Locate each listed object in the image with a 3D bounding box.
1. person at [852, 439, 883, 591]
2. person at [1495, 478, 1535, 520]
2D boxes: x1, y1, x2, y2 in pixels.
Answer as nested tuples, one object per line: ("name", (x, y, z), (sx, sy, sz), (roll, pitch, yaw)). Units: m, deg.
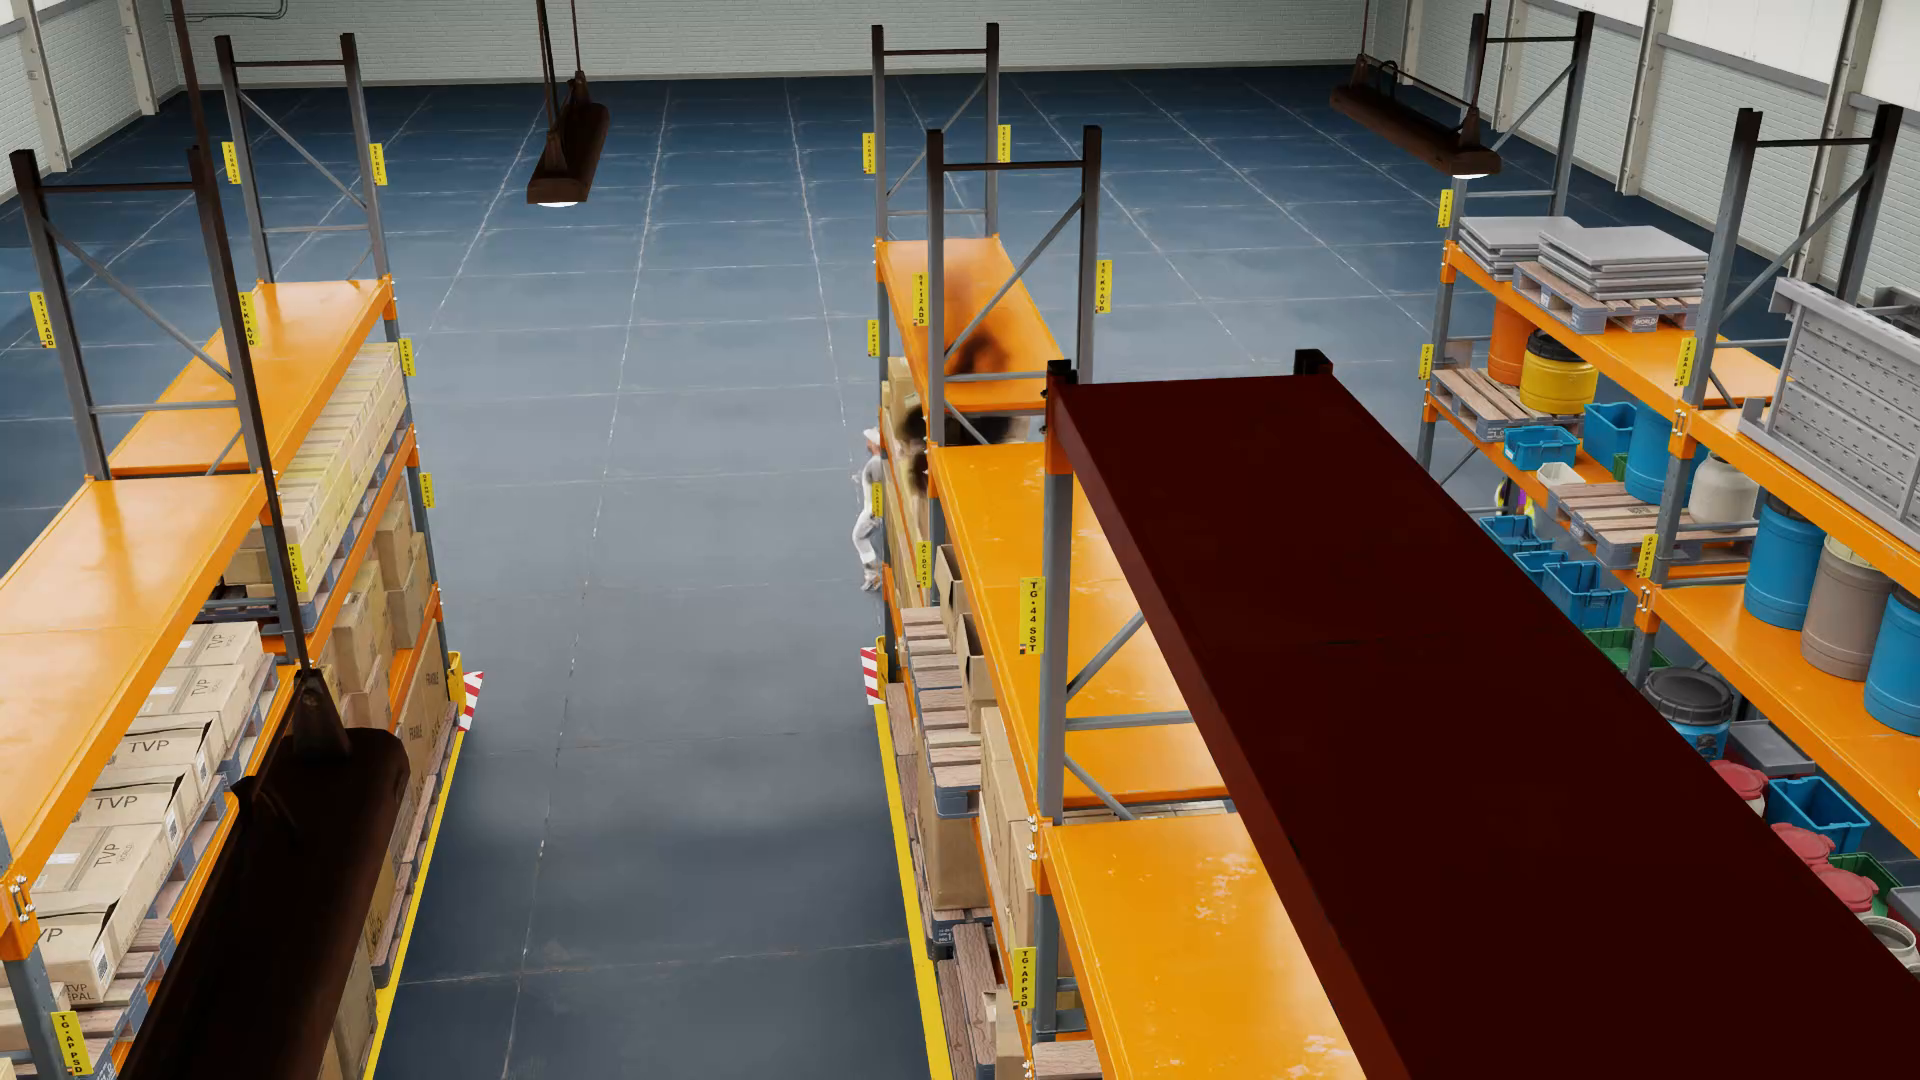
("person", (-0.828, -0.271, 17.096), (0.750, 1.801, 0.668), (13, 29, 26))
("person", (5.564, -0.179, 16.828), (0.758, 1.754, 0.956), (-22, 33, -39))
